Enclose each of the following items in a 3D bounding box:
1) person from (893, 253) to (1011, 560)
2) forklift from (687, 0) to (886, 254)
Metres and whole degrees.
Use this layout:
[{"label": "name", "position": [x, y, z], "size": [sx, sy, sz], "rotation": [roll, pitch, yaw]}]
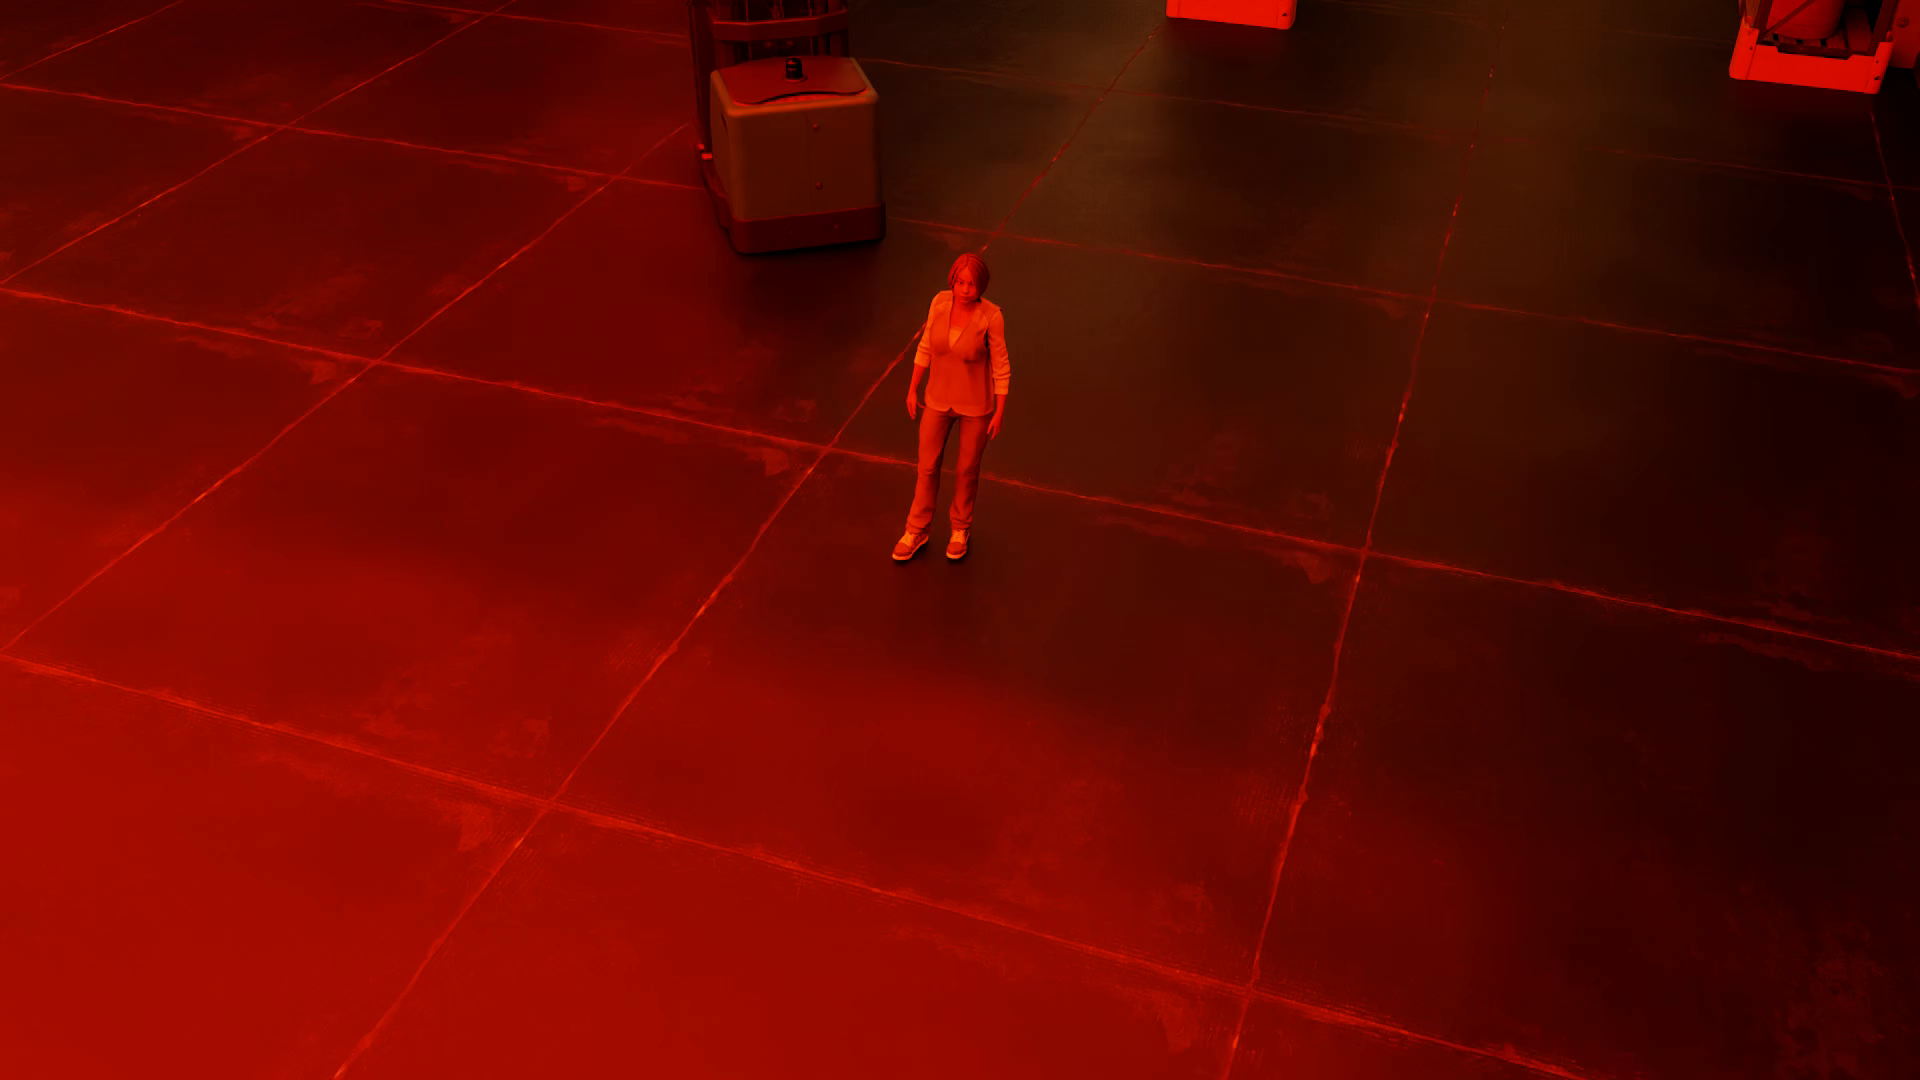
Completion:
[{"label": "person", "position": [-0.038, -0.620, 8.126], "size": [0.520, 1.597, 0.475], "rotation": [12, 37, 16]}, {"label": "forklift", "position": [-1.395, -3.985, 11.732], "size": [1.130, 2.935, 3.031], "rotation": [-9, 36, -12]}]
